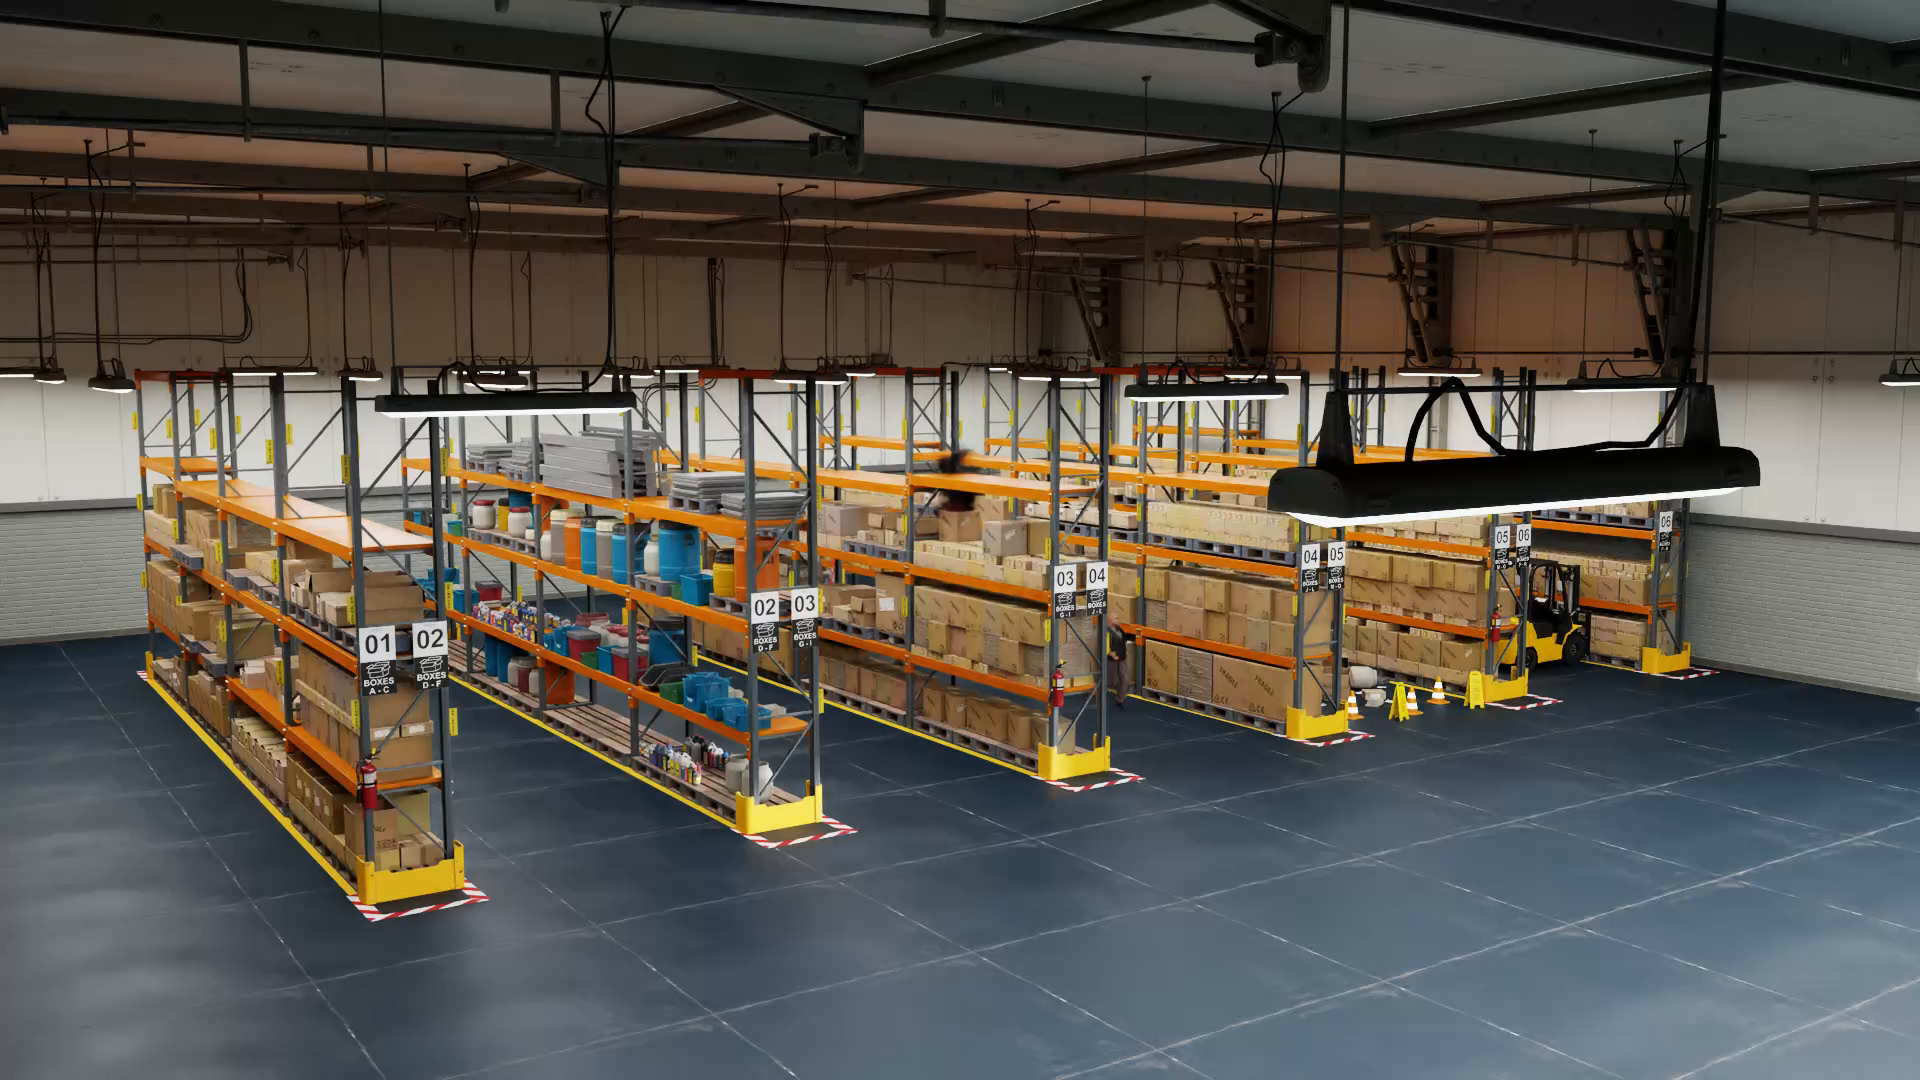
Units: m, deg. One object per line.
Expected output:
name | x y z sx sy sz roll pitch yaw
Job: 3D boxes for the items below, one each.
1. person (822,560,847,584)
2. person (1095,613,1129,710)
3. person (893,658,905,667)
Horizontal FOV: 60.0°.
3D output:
person | -2.831 1.266 37.395 0.648 1.704 0.750 -5 8 -40
person | 2.738 2.155 29.717 0.661 1.705 0.792 -5 8 -39
person | -1.107 1.813 32.618 0.547 1.756 0.752 -6 9 -42
